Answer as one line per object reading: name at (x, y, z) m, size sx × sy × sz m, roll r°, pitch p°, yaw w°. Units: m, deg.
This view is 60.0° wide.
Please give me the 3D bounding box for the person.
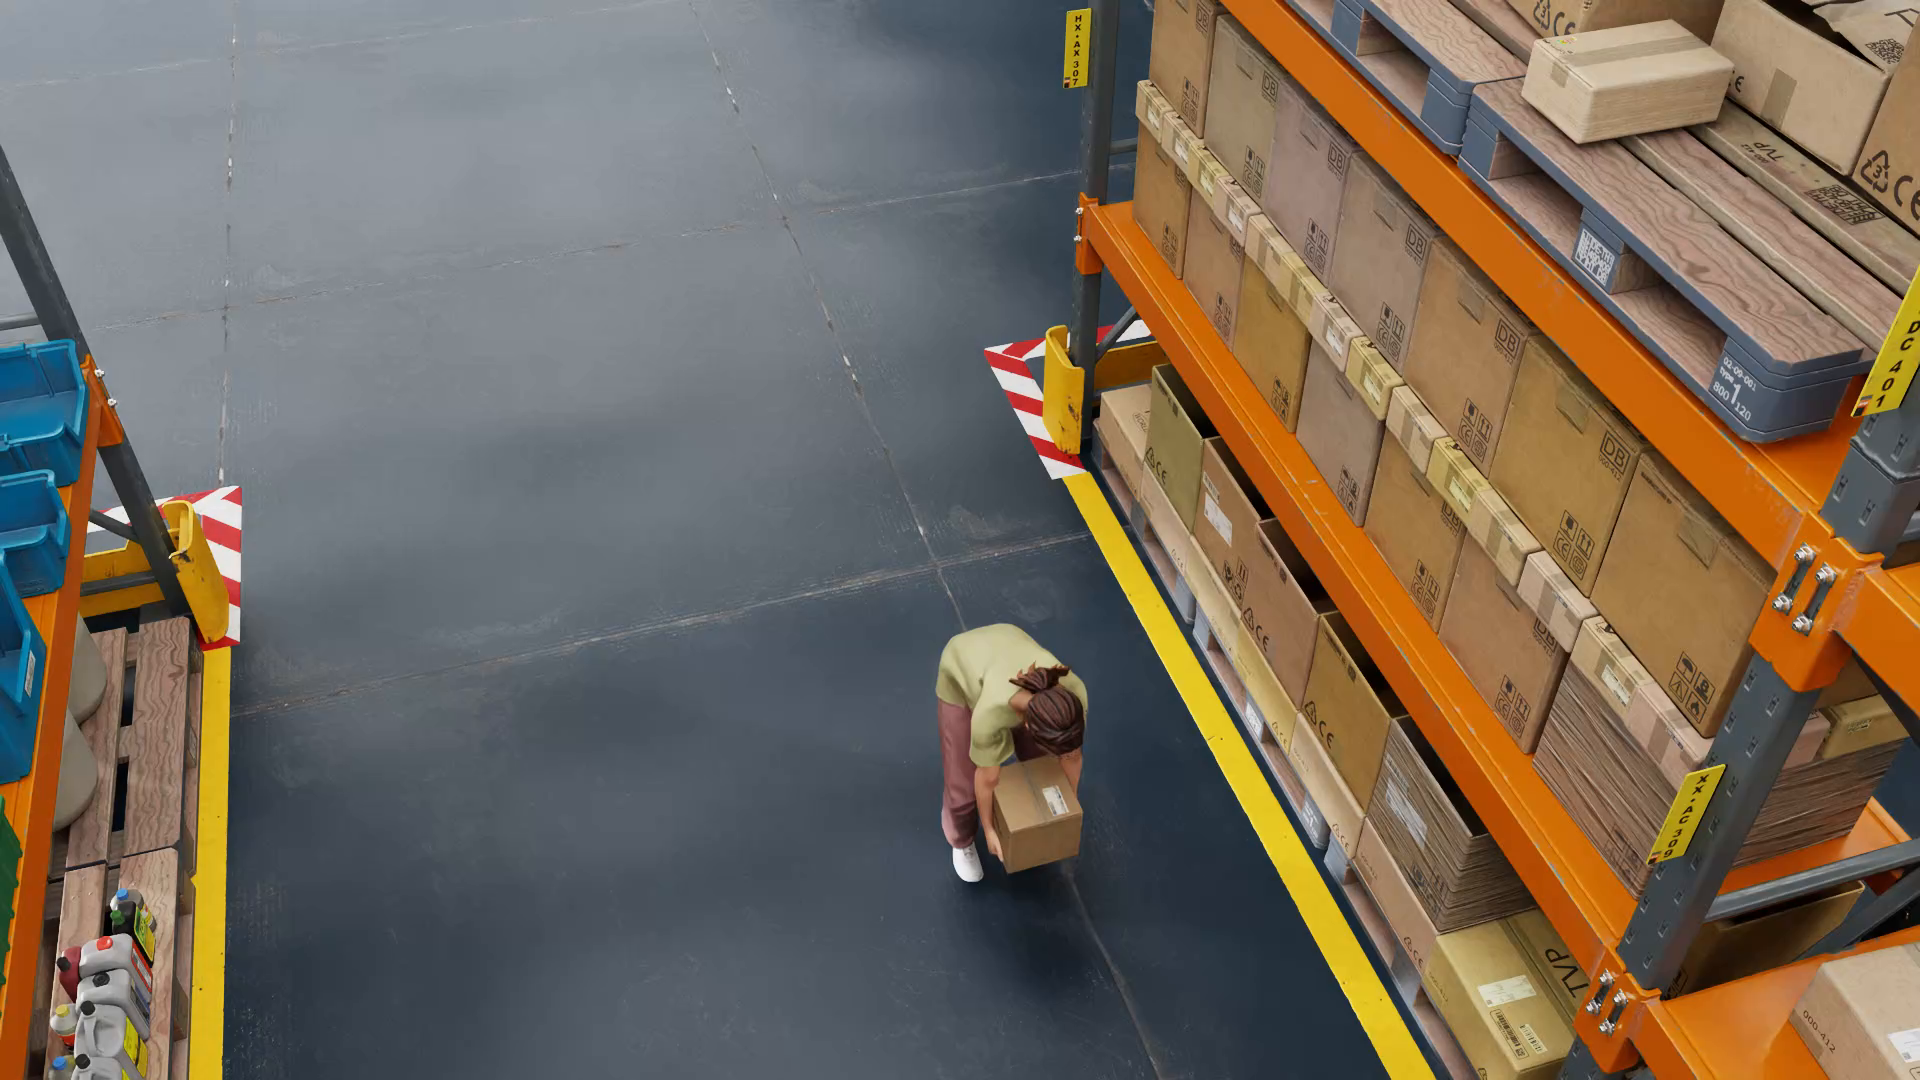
person at (0.156, 0.593, 5.571) m, size 0.408 × 1.601 × 0.552 m, roll -13°, pitch 44°, yaw -14°
